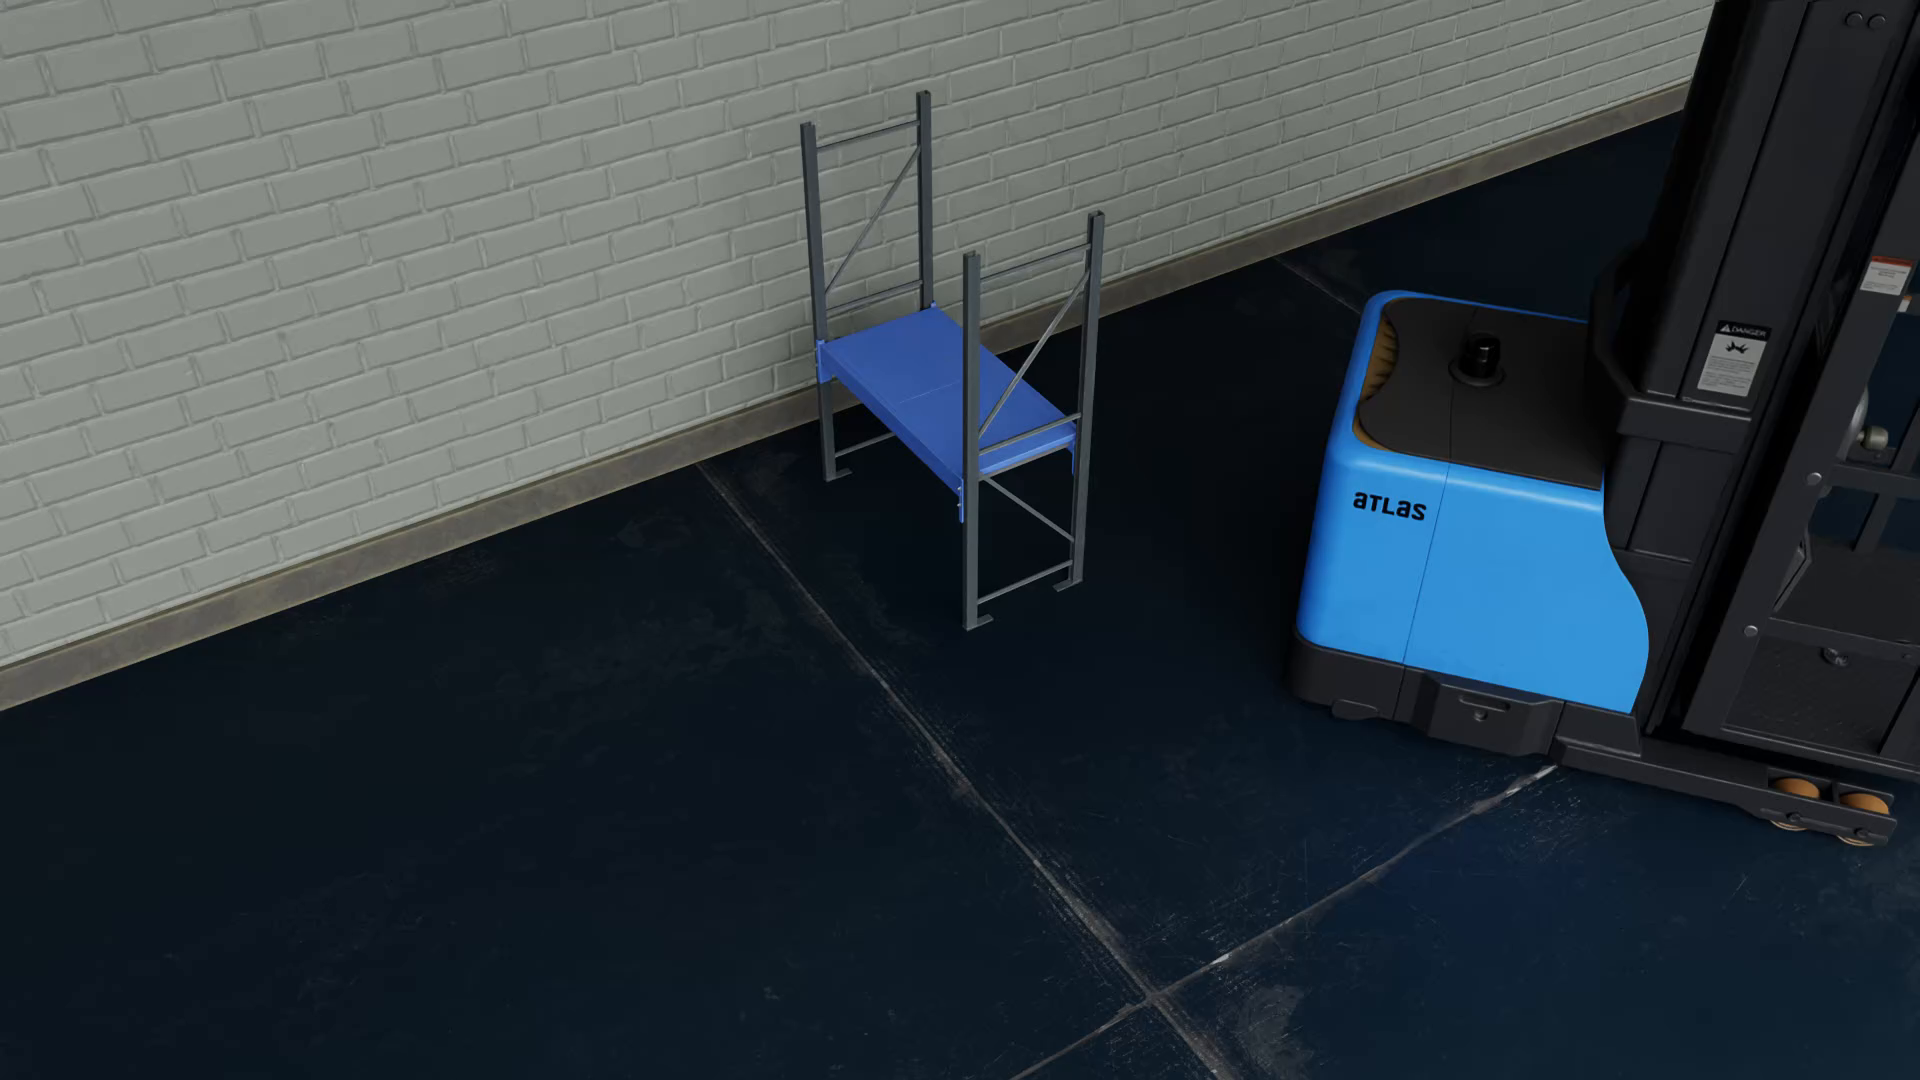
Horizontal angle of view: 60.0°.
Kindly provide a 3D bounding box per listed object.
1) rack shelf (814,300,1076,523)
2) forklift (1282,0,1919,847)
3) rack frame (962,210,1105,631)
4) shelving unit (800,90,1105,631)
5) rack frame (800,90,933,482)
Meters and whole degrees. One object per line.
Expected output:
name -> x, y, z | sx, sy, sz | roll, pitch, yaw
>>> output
rack shelf -> -0.046, -0.484, 5.940 | 0.538, 0.185, 1.000 | -22, 45, -24
forklift -> 2.656, -0.569, 4.643 | 3.031, 2.935, 1.130 | 12, 41, 14
rack frame -> 0.227, -0.348, 5.496 | 0.500, 1.500, 0.032 | -22, 45, -24
shelving unit -> -0.046, -0.622, 5.825 | 0.538, 1.500, 1.048 | -22, 45, -24
rack frame -> -0.319, -0.897, 6.154 | 0.500, 1.500, 0.032 | -22, 45, -24
